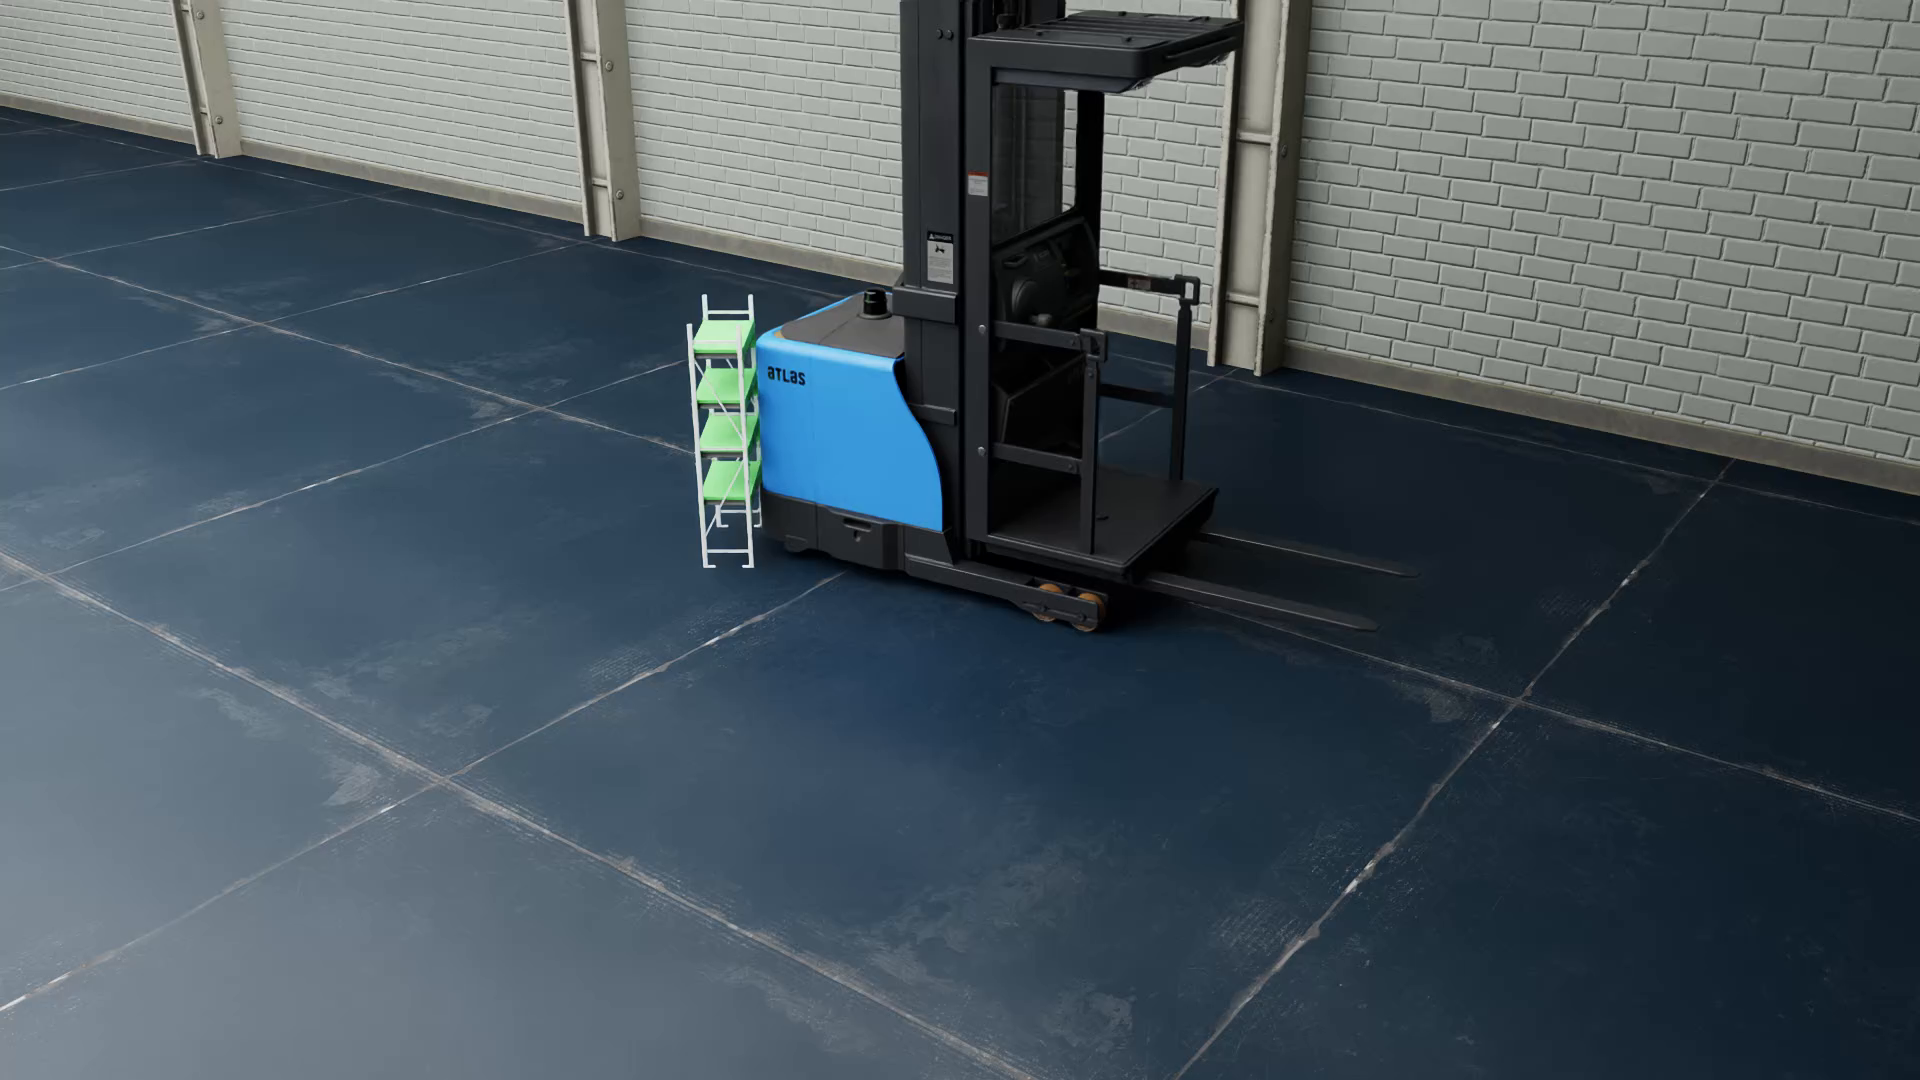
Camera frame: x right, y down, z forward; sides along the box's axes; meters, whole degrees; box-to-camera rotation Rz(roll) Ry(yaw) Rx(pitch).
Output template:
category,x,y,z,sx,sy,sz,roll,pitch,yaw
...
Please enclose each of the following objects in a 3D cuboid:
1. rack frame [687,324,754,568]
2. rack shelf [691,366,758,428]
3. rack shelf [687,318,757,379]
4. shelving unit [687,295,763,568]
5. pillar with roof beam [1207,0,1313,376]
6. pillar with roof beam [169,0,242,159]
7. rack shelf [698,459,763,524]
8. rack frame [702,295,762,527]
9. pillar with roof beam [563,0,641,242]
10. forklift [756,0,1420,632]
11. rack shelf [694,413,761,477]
category,x,y,z,sx,sy,sz,roll,pitch,yaw
rack frame,-1.106,-0.420,7.714,0.240,1.200,0.015,0,24,0
rack shelf,-1.107,-0.679,7.867,0.258,0.148,0.480,0,24,0
rack shelf,-1.107,-0.899,7.770,0.258,0.148,0.480,0,24,0
shelving unit,-1.107,-0.518,7.938,0.258,1.200,0.503,0,24,0
pillar with roof beam,-0.724,-3.871,5.875,0.400,9.000,9.100,17,29,33
pillar with roof beam,-10.326,-6.773,12.461,0.400,9.000,9.100,17,29,33
rack shelf,-1.107,-0.240,8.060,0.258,0.148,0.480,0,24,0
rack frame,-1.107,-0.616,8.161,0.240,1.200,0.015,0,24,0
pillar with roof beam,-5.525,-5.322,9.168,0.400,9.000,9.100,17,29,33
forklift,0.565,-1.182,7.298,3.031,2.935,1.130,13,27,27
rack shelf,-1.107,-0.460,7.963,0.258,0.148,0.480,0,24,0
